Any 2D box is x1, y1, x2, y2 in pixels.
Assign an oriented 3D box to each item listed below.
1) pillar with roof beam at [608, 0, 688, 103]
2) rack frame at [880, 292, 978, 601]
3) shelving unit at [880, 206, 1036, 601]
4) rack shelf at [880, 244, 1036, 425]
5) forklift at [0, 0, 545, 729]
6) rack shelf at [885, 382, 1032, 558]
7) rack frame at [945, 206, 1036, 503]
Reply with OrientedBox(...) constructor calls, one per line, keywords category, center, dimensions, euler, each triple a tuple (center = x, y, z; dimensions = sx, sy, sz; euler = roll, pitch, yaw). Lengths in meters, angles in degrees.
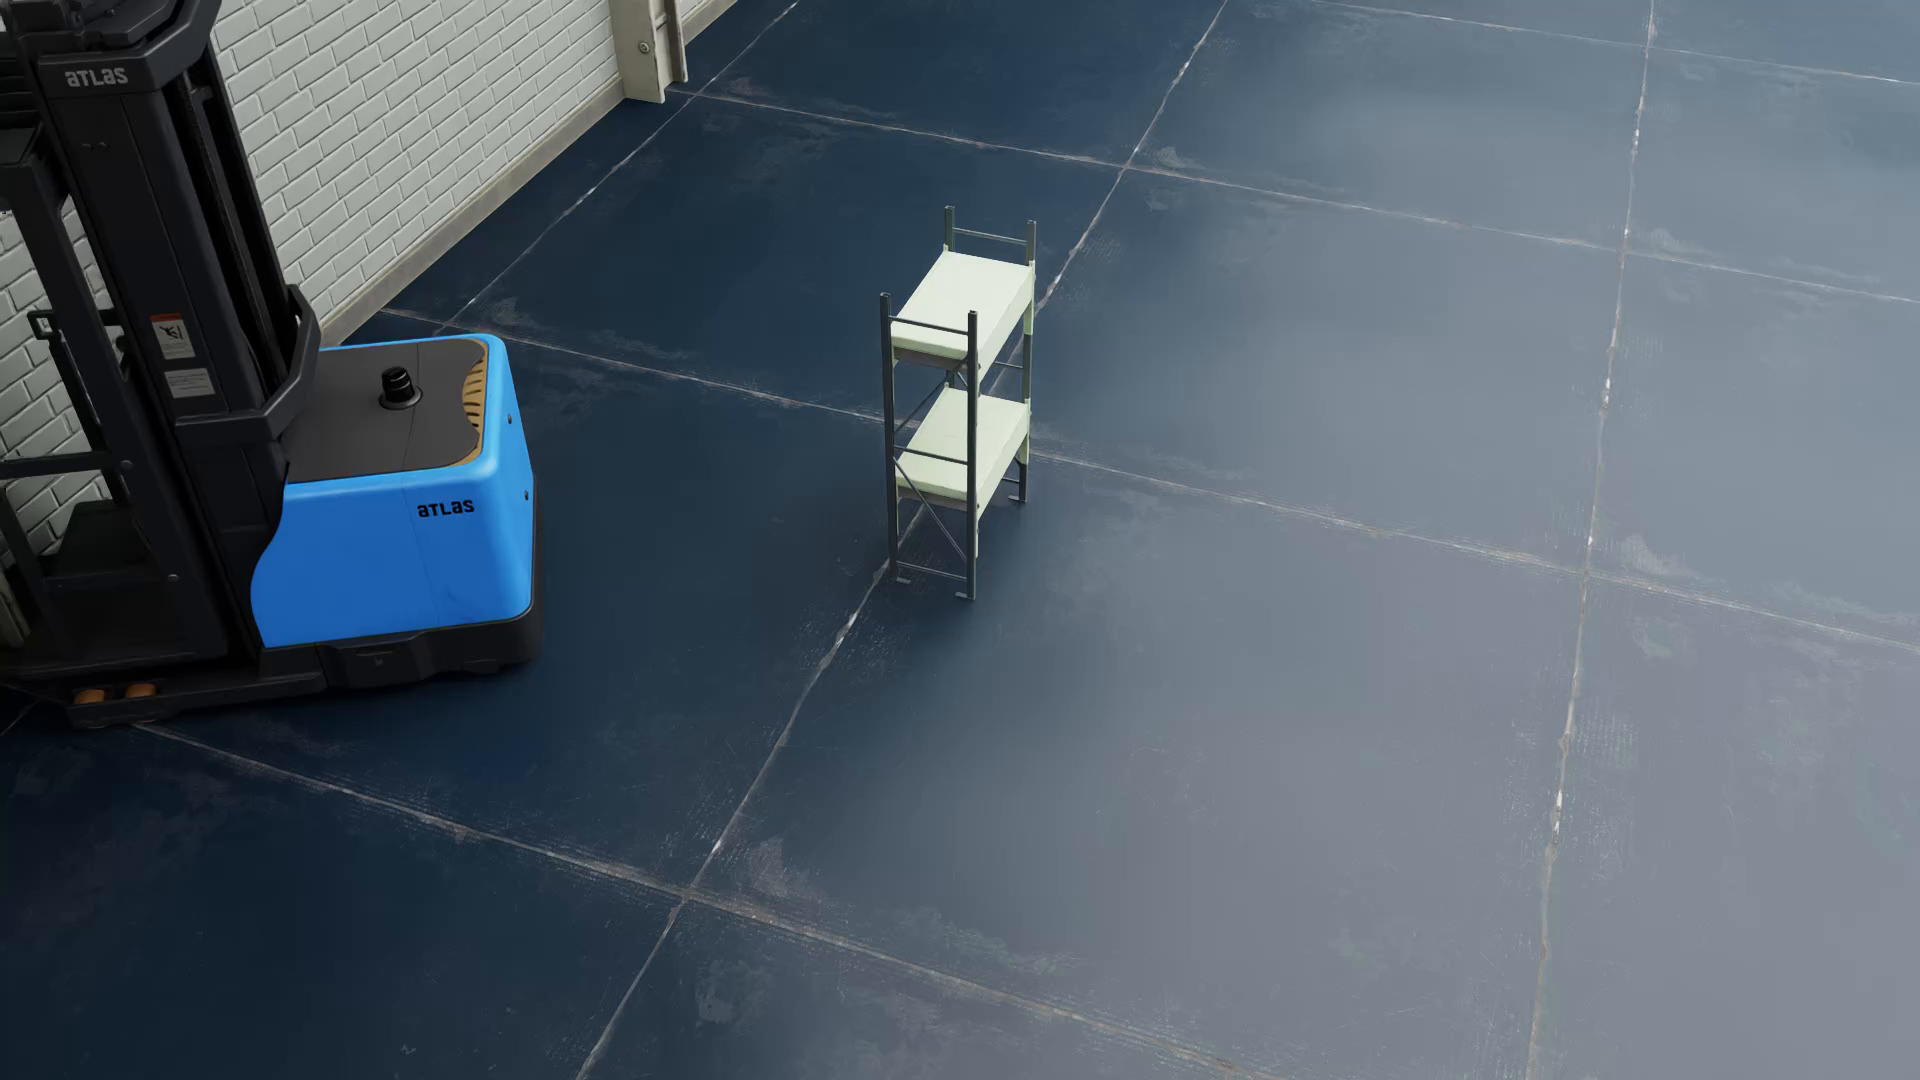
OrientedBox(category="pillar with roof beam", center=(1.970, -5.544, 7.268), dimensions=(9.100, 9.000, 0.400), euler=(13, 42, 15))
OrientedBox(category="rack frame", center=(-0.123, -0.351, 6.960), dimensions=(0.400, 1.500, 0.023), euler=(13, 42, 15))
OrientedBox(category="shelving unit", center=(0.002, -0.575, 7.222), dimensions=(0.431, 1.500, 0.755), euler=(13, 42, 15))
OrientedBox(category="rack shelf", center=(0.002, -0.872, 6.968), dimensions=(0.431, 0.370, 0.720), euler=(13, 42, 15))
OrientedBox(category="forklift", center=(-3.341, -0.716, 6.285), dimensions=(3.031, 2.935, 1.130), euler=(-7, 41, -8))
OrientedBox(category="rack shelf", center=(0.002, -0.327, 7.433), dimensions=(0.431, 0.370, 0.720), euler=(13, 42, 15))
OrientedBox(category="rack frame", center=(0.127, -0.798, 7.483), dimensions=(0.400, 1.500, 0.023), euler=(13, 42, 15))
